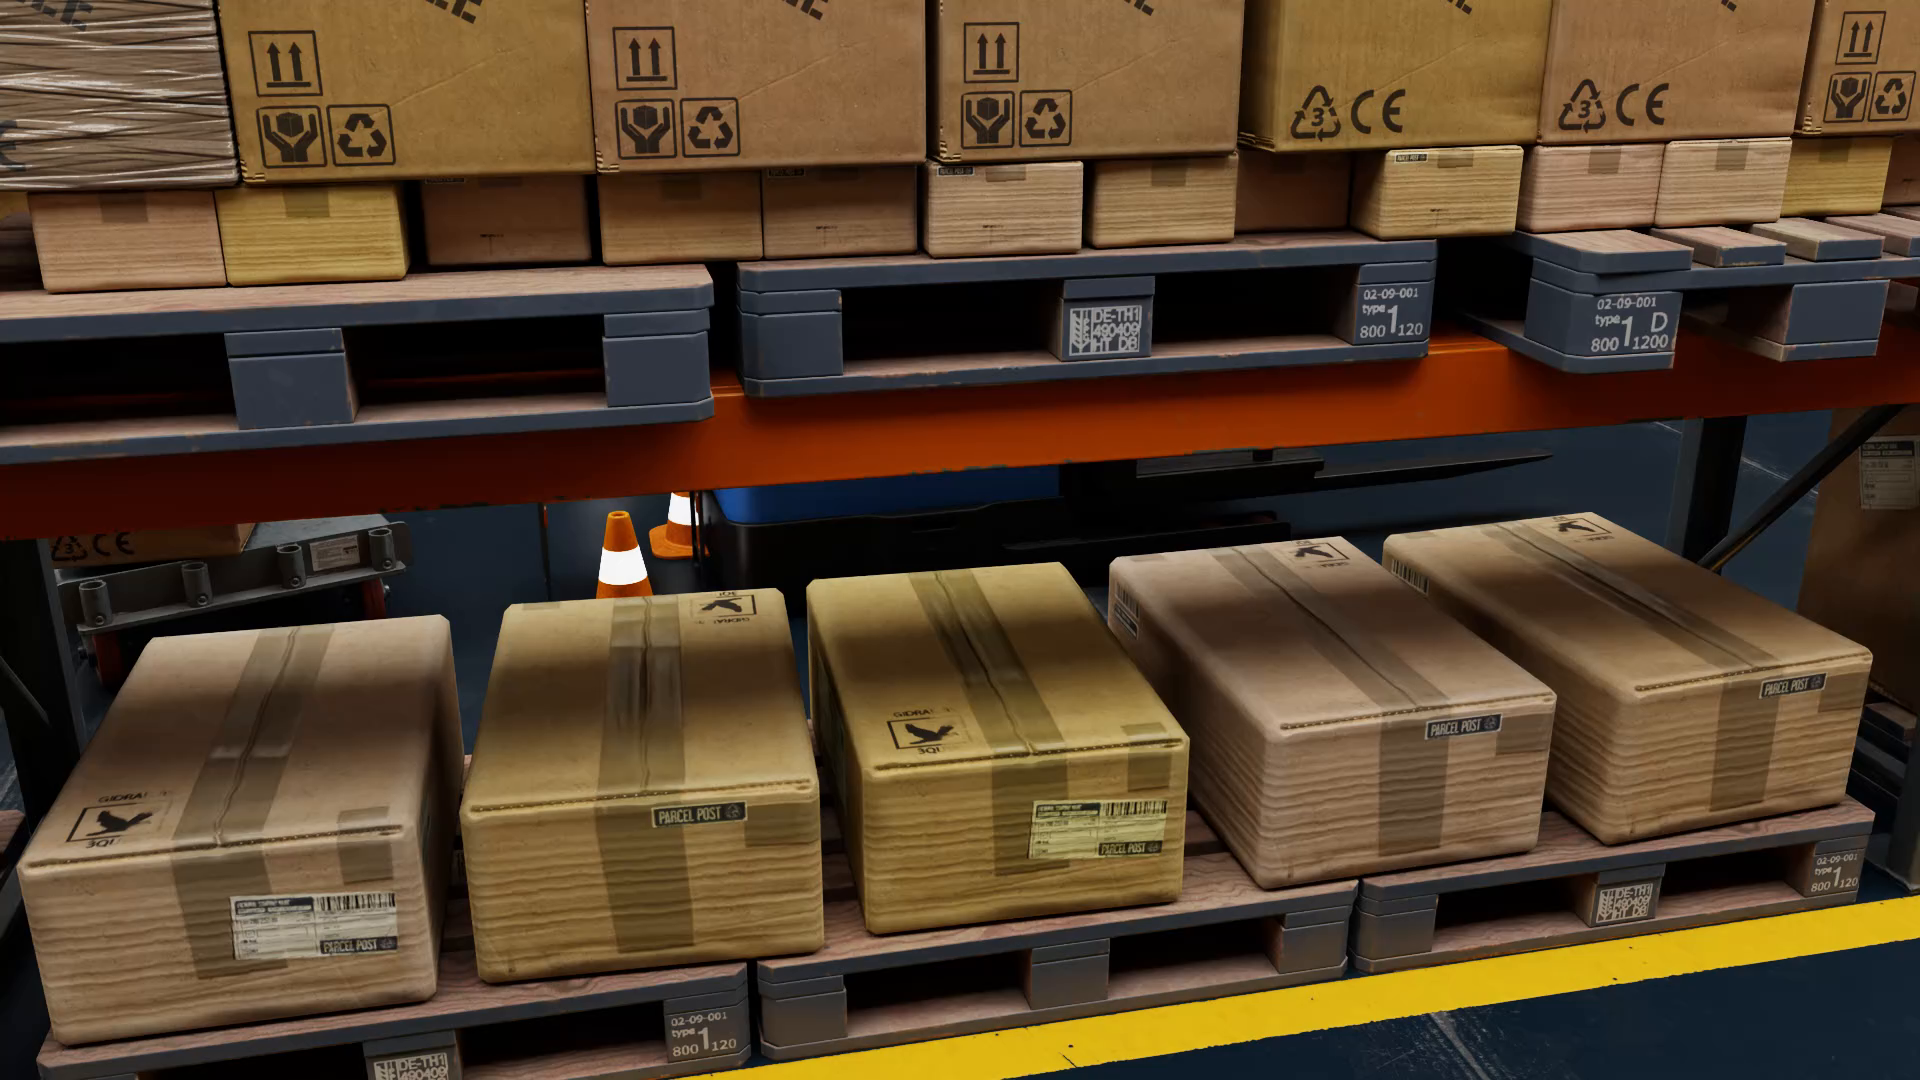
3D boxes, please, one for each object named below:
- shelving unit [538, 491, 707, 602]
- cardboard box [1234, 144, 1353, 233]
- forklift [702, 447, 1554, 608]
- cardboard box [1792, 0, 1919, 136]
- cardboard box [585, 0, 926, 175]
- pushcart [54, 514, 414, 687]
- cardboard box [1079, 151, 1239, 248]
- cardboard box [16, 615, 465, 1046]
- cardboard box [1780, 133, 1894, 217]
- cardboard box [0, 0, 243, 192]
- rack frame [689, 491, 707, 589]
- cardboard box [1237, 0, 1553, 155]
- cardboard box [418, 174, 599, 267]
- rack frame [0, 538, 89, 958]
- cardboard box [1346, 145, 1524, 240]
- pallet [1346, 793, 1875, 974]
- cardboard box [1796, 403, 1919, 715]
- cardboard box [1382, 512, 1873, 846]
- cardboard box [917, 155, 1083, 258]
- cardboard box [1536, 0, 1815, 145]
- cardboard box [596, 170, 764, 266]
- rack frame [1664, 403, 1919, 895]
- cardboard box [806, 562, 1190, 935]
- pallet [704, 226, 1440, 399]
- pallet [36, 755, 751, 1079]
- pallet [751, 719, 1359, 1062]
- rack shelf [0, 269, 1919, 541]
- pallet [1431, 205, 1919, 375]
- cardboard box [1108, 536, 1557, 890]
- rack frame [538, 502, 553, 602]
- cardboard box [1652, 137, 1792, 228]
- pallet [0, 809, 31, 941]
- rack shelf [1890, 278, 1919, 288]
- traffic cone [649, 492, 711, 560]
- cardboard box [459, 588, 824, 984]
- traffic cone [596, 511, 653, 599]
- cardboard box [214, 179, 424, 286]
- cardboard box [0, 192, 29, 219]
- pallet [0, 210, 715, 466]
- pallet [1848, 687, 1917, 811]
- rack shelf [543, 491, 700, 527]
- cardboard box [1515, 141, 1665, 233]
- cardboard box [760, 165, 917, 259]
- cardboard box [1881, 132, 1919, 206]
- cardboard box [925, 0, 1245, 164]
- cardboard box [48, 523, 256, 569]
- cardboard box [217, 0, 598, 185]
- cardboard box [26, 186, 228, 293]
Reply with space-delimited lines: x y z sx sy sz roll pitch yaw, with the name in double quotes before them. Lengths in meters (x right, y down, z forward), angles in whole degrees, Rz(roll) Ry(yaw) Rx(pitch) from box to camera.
"shelving unit" -1.093 -0.423 5.225 0.503 1.200 0.258 -6 21 -15
"cardboard box" 0.517 -0.669 3.034 0.250 0.149 0.380 -4 21 -12
"forklift" 0.603 -1.438 5.478 3.031 2.935 1.130 -6 21 -15
"cardboard box" 1.668 -1.051 3.134 0.500 0.500 0.500 -5 21 -14
"cardboard box" -0.353 -0.879 2.664 0.500 0.500 0.500 -5 21 -13
"pushcart" -2.420 -0.007 5.286 0.936 0.377 1.648 -13 24 -31
"cardboard box" 0.292 -0.621 2.905 0.250 0.149 0.380 -5 21 -14
"cardboard box" -1.337 0.515 3.258 0.625 0.372 0.950 -4 21 -12
"cardboard box" 1.537 -0.725 3.188 0.250 0.149 0.380 -4 21 -12
"cardboard box" -1.324 -0.804 2.461 0.500 0.500 0.500 -4 21 -11
"rack frame" -0.859 -0.446 5.288 0.015 1.200 0.240 -6 21 -15
"cardboard box" 0.676 -0.966 2.902 0.500 0.500 0.500 -6 21 -16
"cardboard box" -0.733 -0.561 2.741 0.250 0.149 0.380 -3 20 -9
"rack frame" -1.847 -0.479 2.762 0.127 3.000 1.000 -5 21 -12
"cardboard box" 0.791 -0.646 2.973 0.250 0.149 0.380 -4 21 -12
"pallet" 1.285 0.575 3.939 1.213 0.211 1.003 -5 21 -12
"cardboard box" 2.737 -0.022 3.993 0.875 0.875 0.875 -5 21 -13
"cardboard box" 1.494 0.282 3.893 0.625 0.372 0.950 -6 21 -16
"cardboard box" 0.039 -0.590 2.820 0.250 0.149 0.380 -4 20 -10
"cardboard box" 1.167 -1.006 3.012 0.500 0.500 0.500 -5 21 -13
"cardboard box" -0.473 -0.568 2.758 0.250 0.149 0.380 -4 21 -12
"rack frame" 2.046 -0.796 3.627 0.127 3.000 1.000 -5 21 -12
"cardboard box" 0.038 0.401 3.568 0.625 0.372 0.950 -4 20 -11
"pallet" 0.129 -0.536 3.194 1.213 0.211 1.003 -5 21 -12
"pallet" -1.089 0.768 3.412 1.213 0.211 1.003 -5 21 -12
"pallet" 0.100 0.670 3.678 1.213 0.211 1.003 -5 21 -12
"rack shelf" 0.100 -0.300 3.318 4.000 0.370 1.077 -5 21 -12
"pallet" 1.377 -0.614 3.408 1.003 0.211 1.213 -5 21 -12
"cardboard box" 0.778 0.343 3.727 0.625 0.372 0.950 -5 21 -14
"rack frame" -1.328 -0.400 5.162 0.015 1.200 0.240 -6 21 -15
"cardboard box" 1.302 -0.690 3.092 0.250 0.149 0.380 -5 21 -13
"pallet" -2.492 0.895 3.065 1.213 0.211 1.003 -5 21 -12
"rack shelf" 3.992 -0.616 4.182 4.000 0.370 1.077 -5 21 -12
"traffic cone" -0.910 -0.213 5.722 0.334 0.463 0.336 -5 21 -12
"cardboard box" -0.638 0.457 3.416 0.625 0.372 0.950 -3 20 -9
"traffic cone" -0.962 0.145 4.746 0.334 0.463 0.336 -5 21 -12
"cardboard box" -0.991 -0.513 2.610 0.250 0.149 0.380 -4 21 -11
"cardboard box" -3.712 -1.301 7.485 0.875 0.875 0.875 -4 21 -12
"pallet" -1.069 -0.401 2.828 1.213 0.211 1.003 -5 21 -12
"pallet" 2.831 0.476 4.208 1.213 0.211 1.003 -5 21 -12
"rack shelf" -1.093 -0.173 5.316 0.480 0.148 0.258 -6 21 -15
"cardboard box" 1.055 -0.673 3.045 0.250 0.149 0.380 -6 21 -15
"cardboard box" -0.232 -0.587 2.810 0.250 0.149 0.380 -4 21 -12
"cardboard box" 1.781 -0.770 3.312 0.250 0.149 0.380 -4 20 -10
"cardboard box" 0.145 -0.923 2.785 0.500 0.500 0.500 -6 21 -15
"cardboard box" -2.285 -0.255 4.682 0.500 0.500 0.500 -5 21 -12
"cardboard box" -0.837 -0.844 2.570 0.500 0.500 0.500 -5 21 -12
"cardboard box" -1.236 -0.497 2.564 0.250 0.149 0.380 -4 21 -12
